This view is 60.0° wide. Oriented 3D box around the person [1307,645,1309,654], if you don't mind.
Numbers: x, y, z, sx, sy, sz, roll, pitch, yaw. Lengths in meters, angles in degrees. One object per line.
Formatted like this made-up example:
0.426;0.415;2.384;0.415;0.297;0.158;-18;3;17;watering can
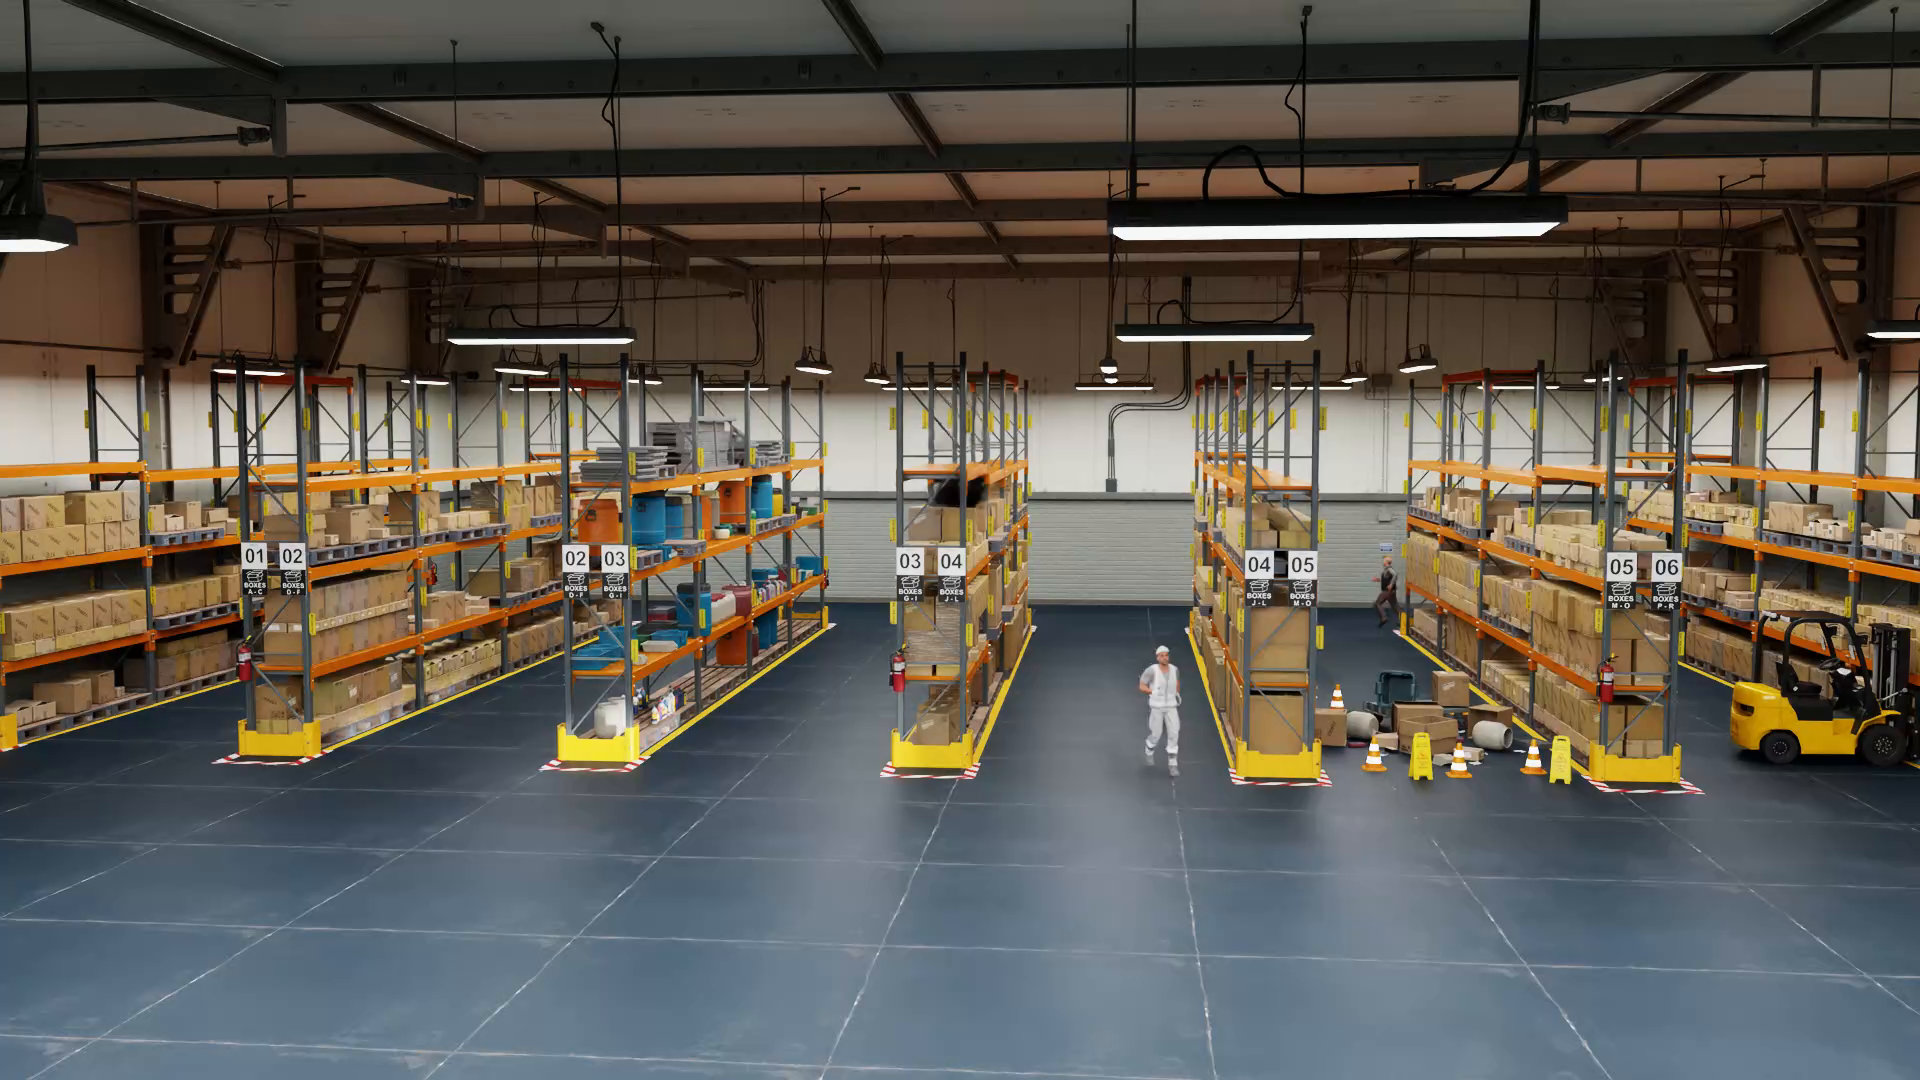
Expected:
7.238;1.628;35.252;0.654;1.775;0.813;-1;4;-12;person

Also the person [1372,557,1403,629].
10.397;1.287;40.262;0.883;1.750;0.666;2;4;24;person

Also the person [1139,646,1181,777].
2.878;2.412;23.741;0.661;1.812;0.868;-1;4;-12;person
